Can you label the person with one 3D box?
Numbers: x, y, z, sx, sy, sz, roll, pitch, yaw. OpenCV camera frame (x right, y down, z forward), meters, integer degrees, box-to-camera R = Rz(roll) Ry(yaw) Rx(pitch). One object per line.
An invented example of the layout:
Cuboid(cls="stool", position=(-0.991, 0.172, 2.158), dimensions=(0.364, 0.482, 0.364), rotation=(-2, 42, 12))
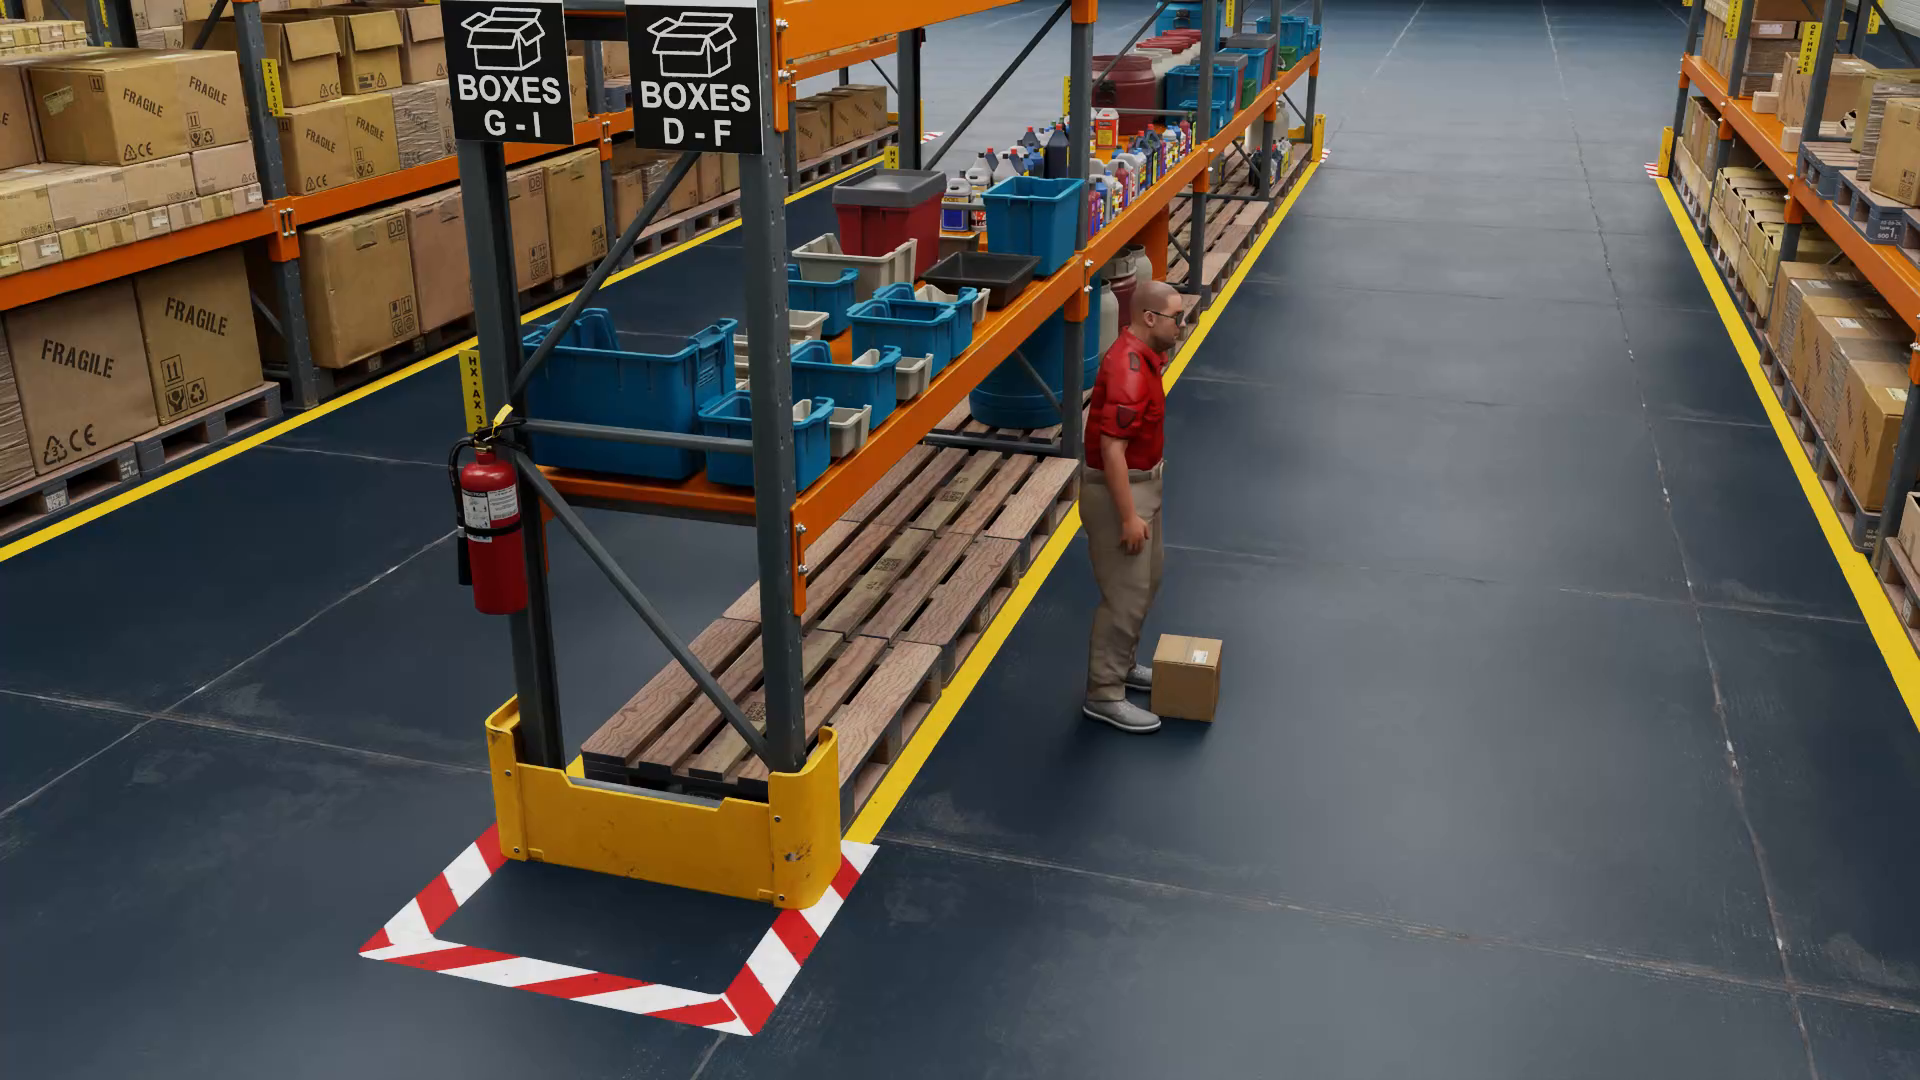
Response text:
Cuboid(cls="person", position=(0.669, -0.157, 6.500), dimensions=(0.387, 1.728, 0.606), rotation=(5, 22, 13))
